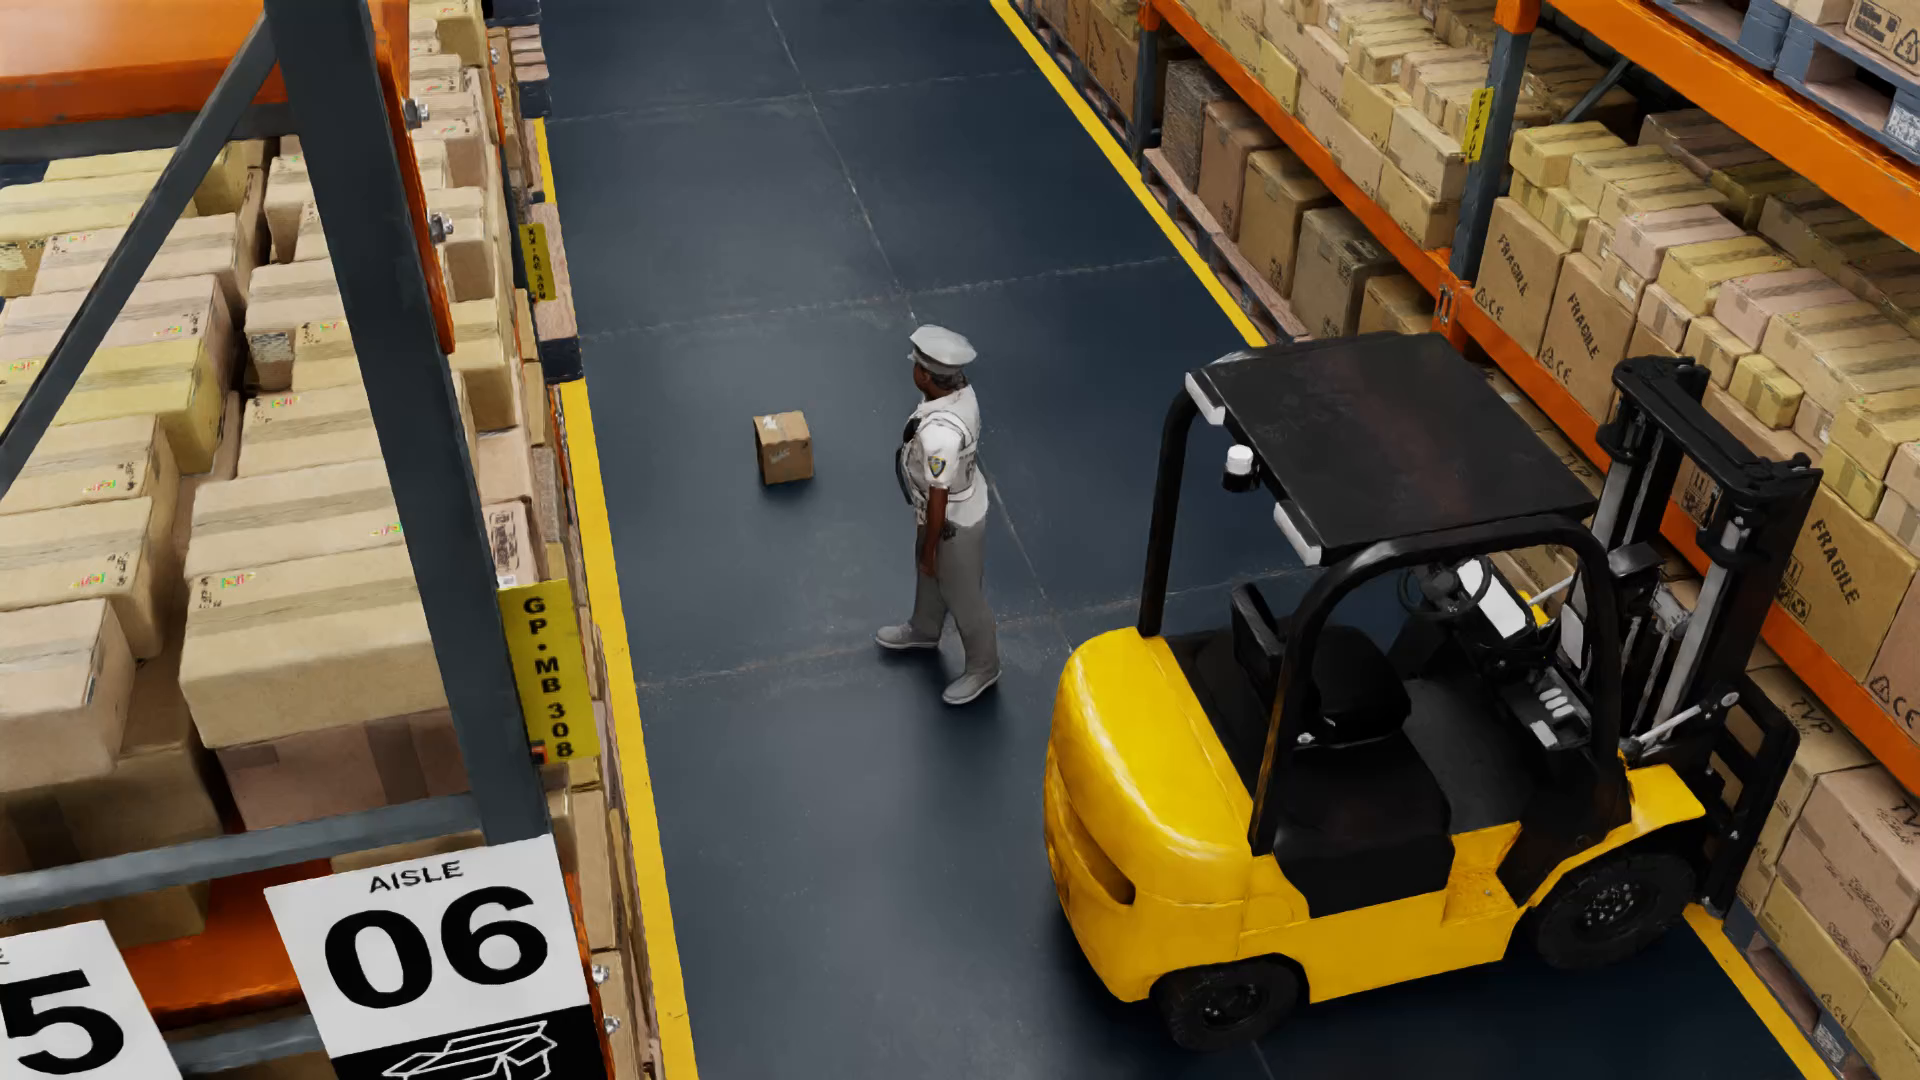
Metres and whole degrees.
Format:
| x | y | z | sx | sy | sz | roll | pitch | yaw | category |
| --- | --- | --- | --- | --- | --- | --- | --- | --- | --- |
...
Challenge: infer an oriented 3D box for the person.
| x | y | z | sx | sy | sz | roll | pitch | yaw | category |
| --- | --- | --- | --- | --- | --- | --- | --- | --- | --- |
| -0.103 | -0.124 | 6.825 | 0.557 | 1.668 | 0.580 | 0 | 38 | 1 | person |
